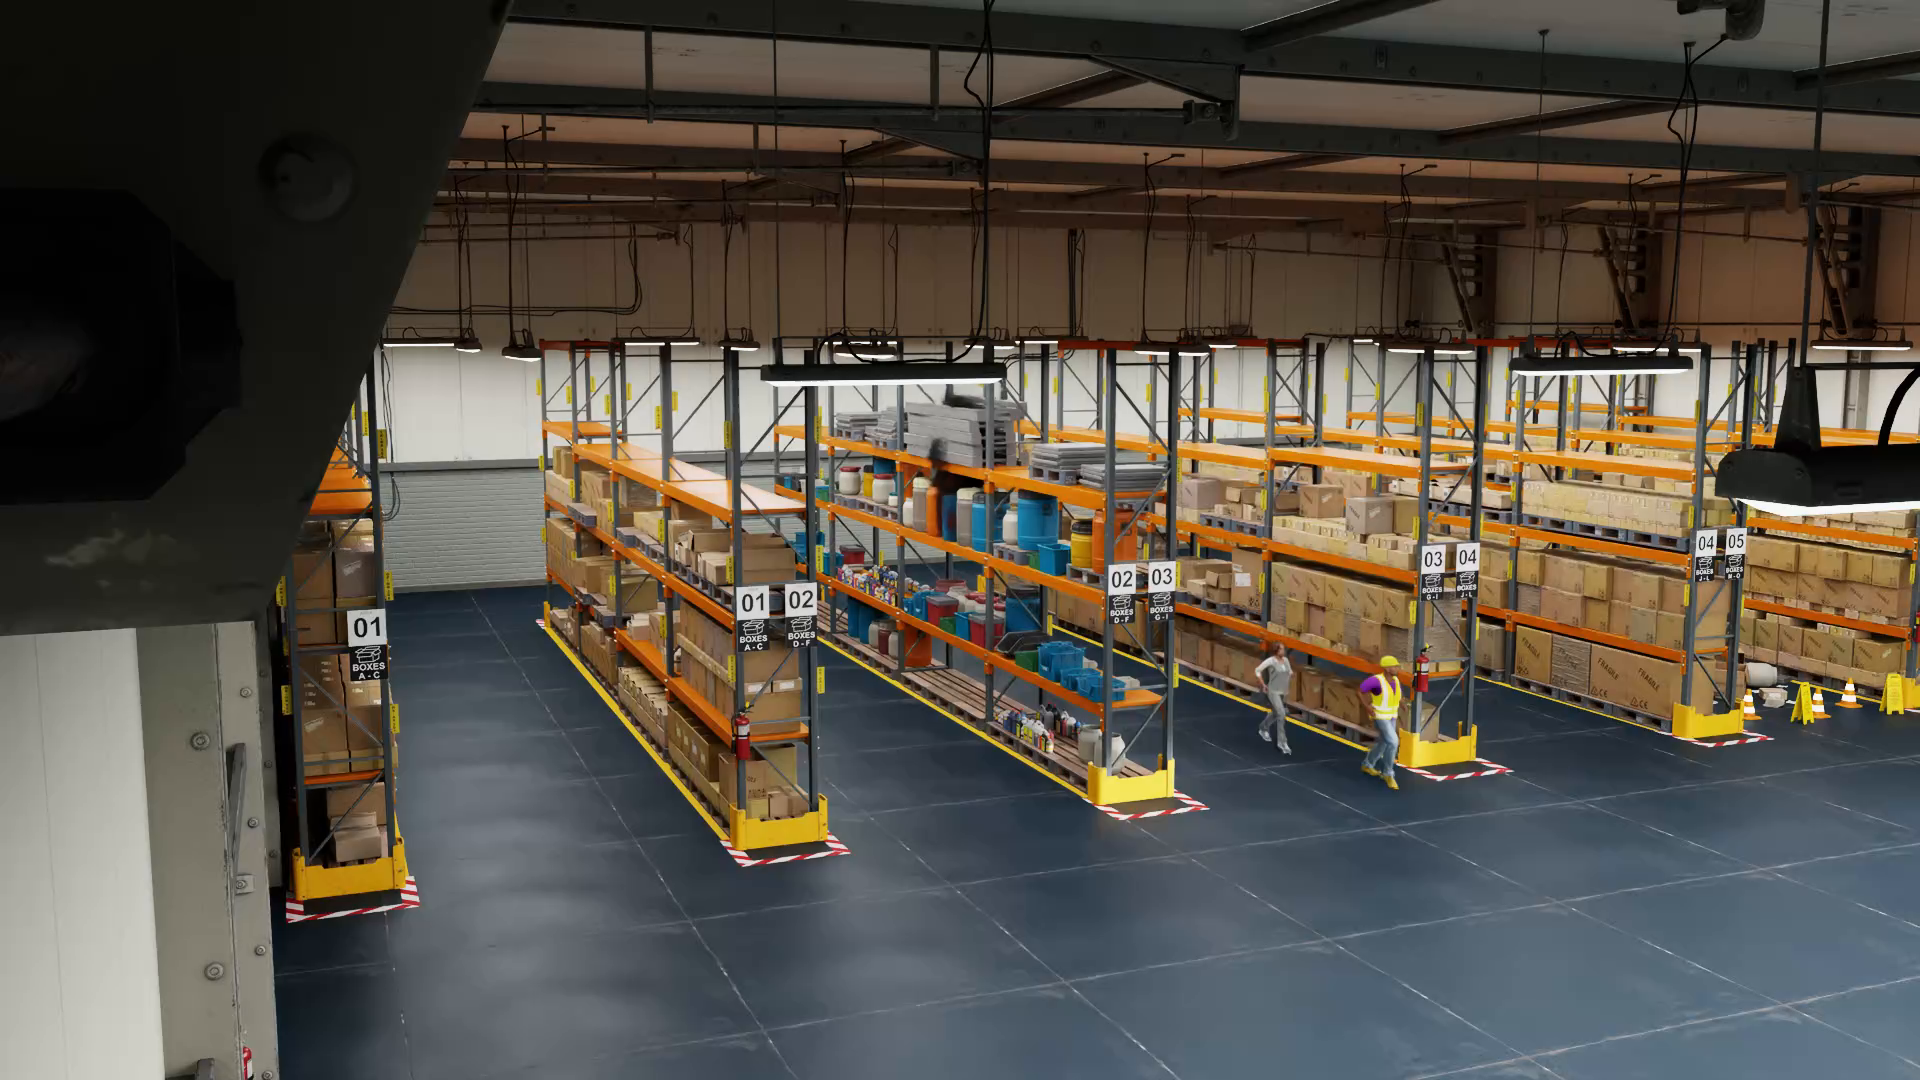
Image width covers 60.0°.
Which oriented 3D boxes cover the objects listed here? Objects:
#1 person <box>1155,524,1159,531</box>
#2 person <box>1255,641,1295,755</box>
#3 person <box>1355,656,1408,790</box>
[{"bbox_3d":[4.481,0.445,38.679,0.665,1.780,0.617,-3,8,-23],"label":"person"},{"bbox_3d":[4.711,2.311,24.775,0.517,1.630,0.784,-5,9,-35],"label":"person"},{"bbox_3d":[5.877,2.490,22.980,0.704,1.805,0.770,-6,9,-38],"label":"person"}]
